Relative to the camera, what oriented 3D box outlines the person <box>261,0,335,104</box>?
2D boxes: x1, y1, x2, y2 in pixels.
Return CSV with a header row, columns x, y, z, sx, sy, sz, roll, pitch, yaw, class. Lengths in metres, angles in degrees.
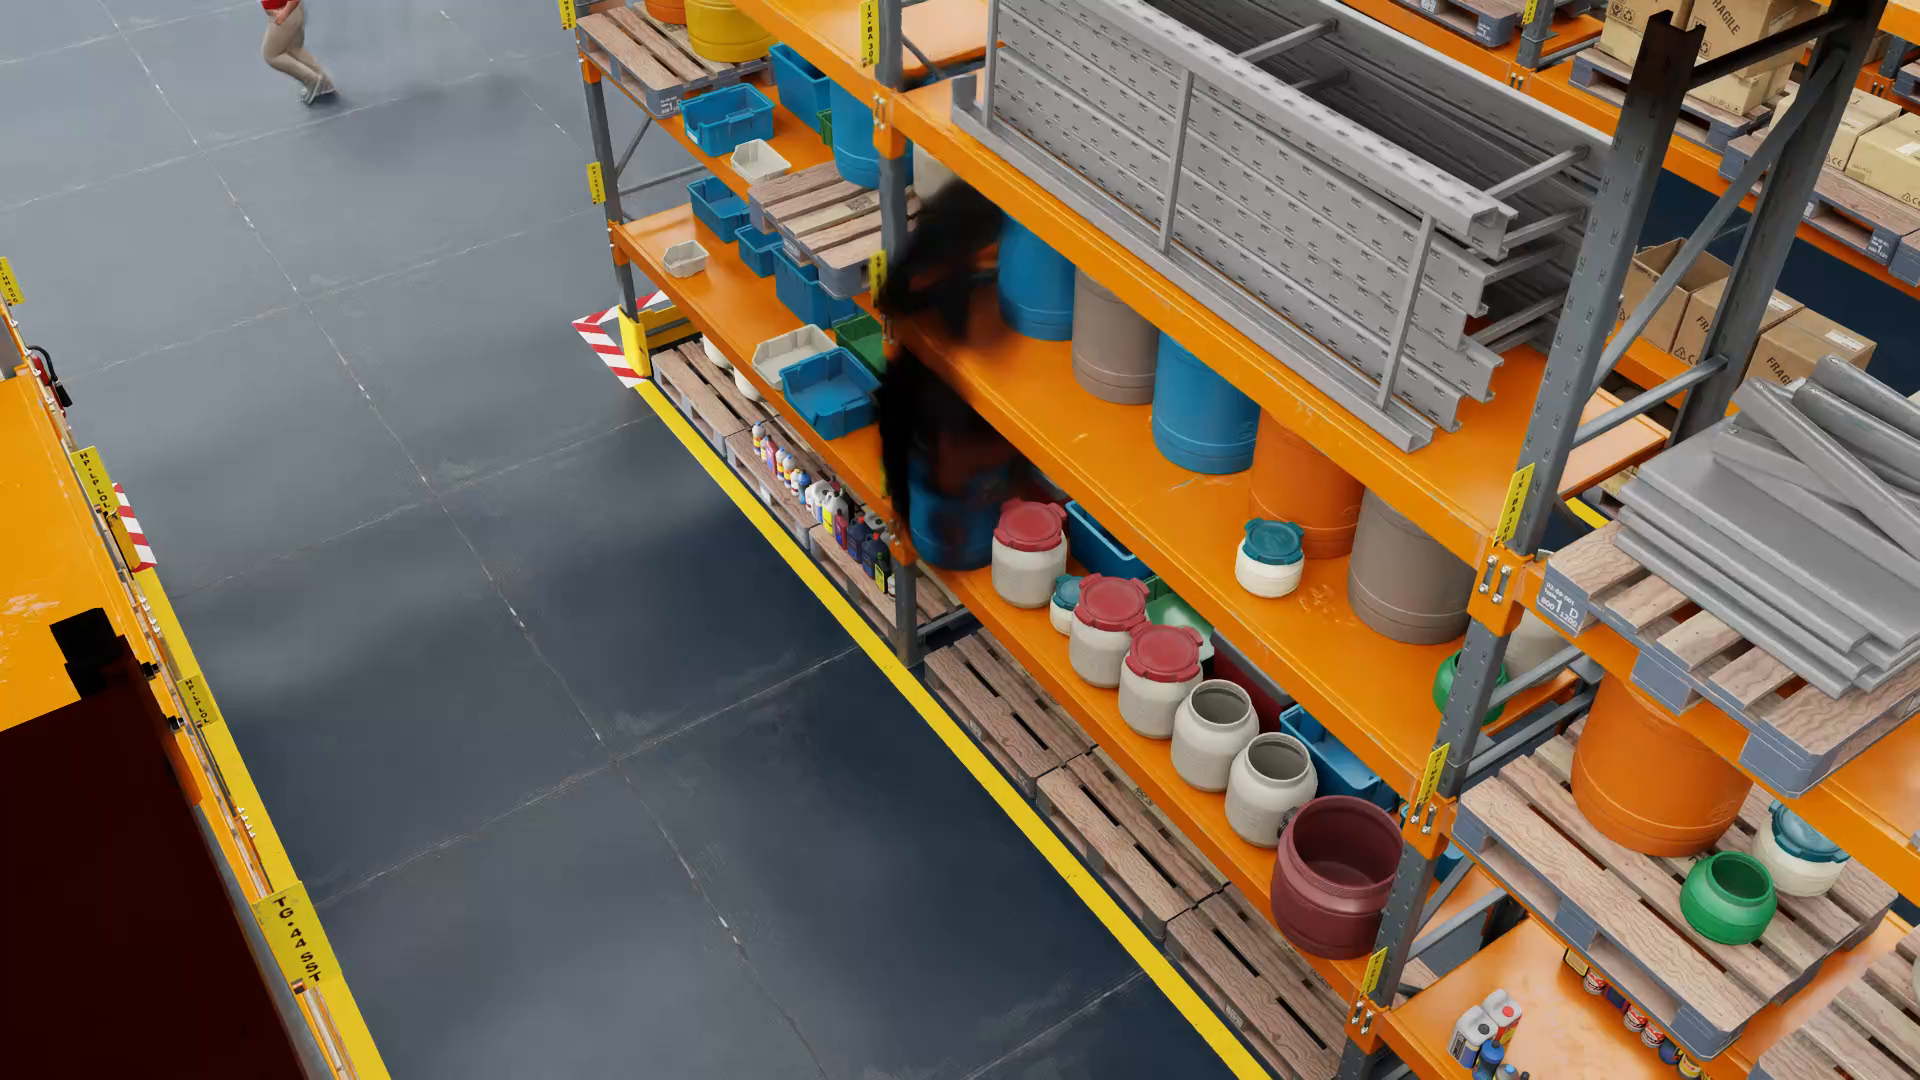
x,y,z,sx,sy,sz,roll,pitch,yaw,class
-6.534,-5.007,15.952,0.645,1.702,0.640,-9,43,-9,person
